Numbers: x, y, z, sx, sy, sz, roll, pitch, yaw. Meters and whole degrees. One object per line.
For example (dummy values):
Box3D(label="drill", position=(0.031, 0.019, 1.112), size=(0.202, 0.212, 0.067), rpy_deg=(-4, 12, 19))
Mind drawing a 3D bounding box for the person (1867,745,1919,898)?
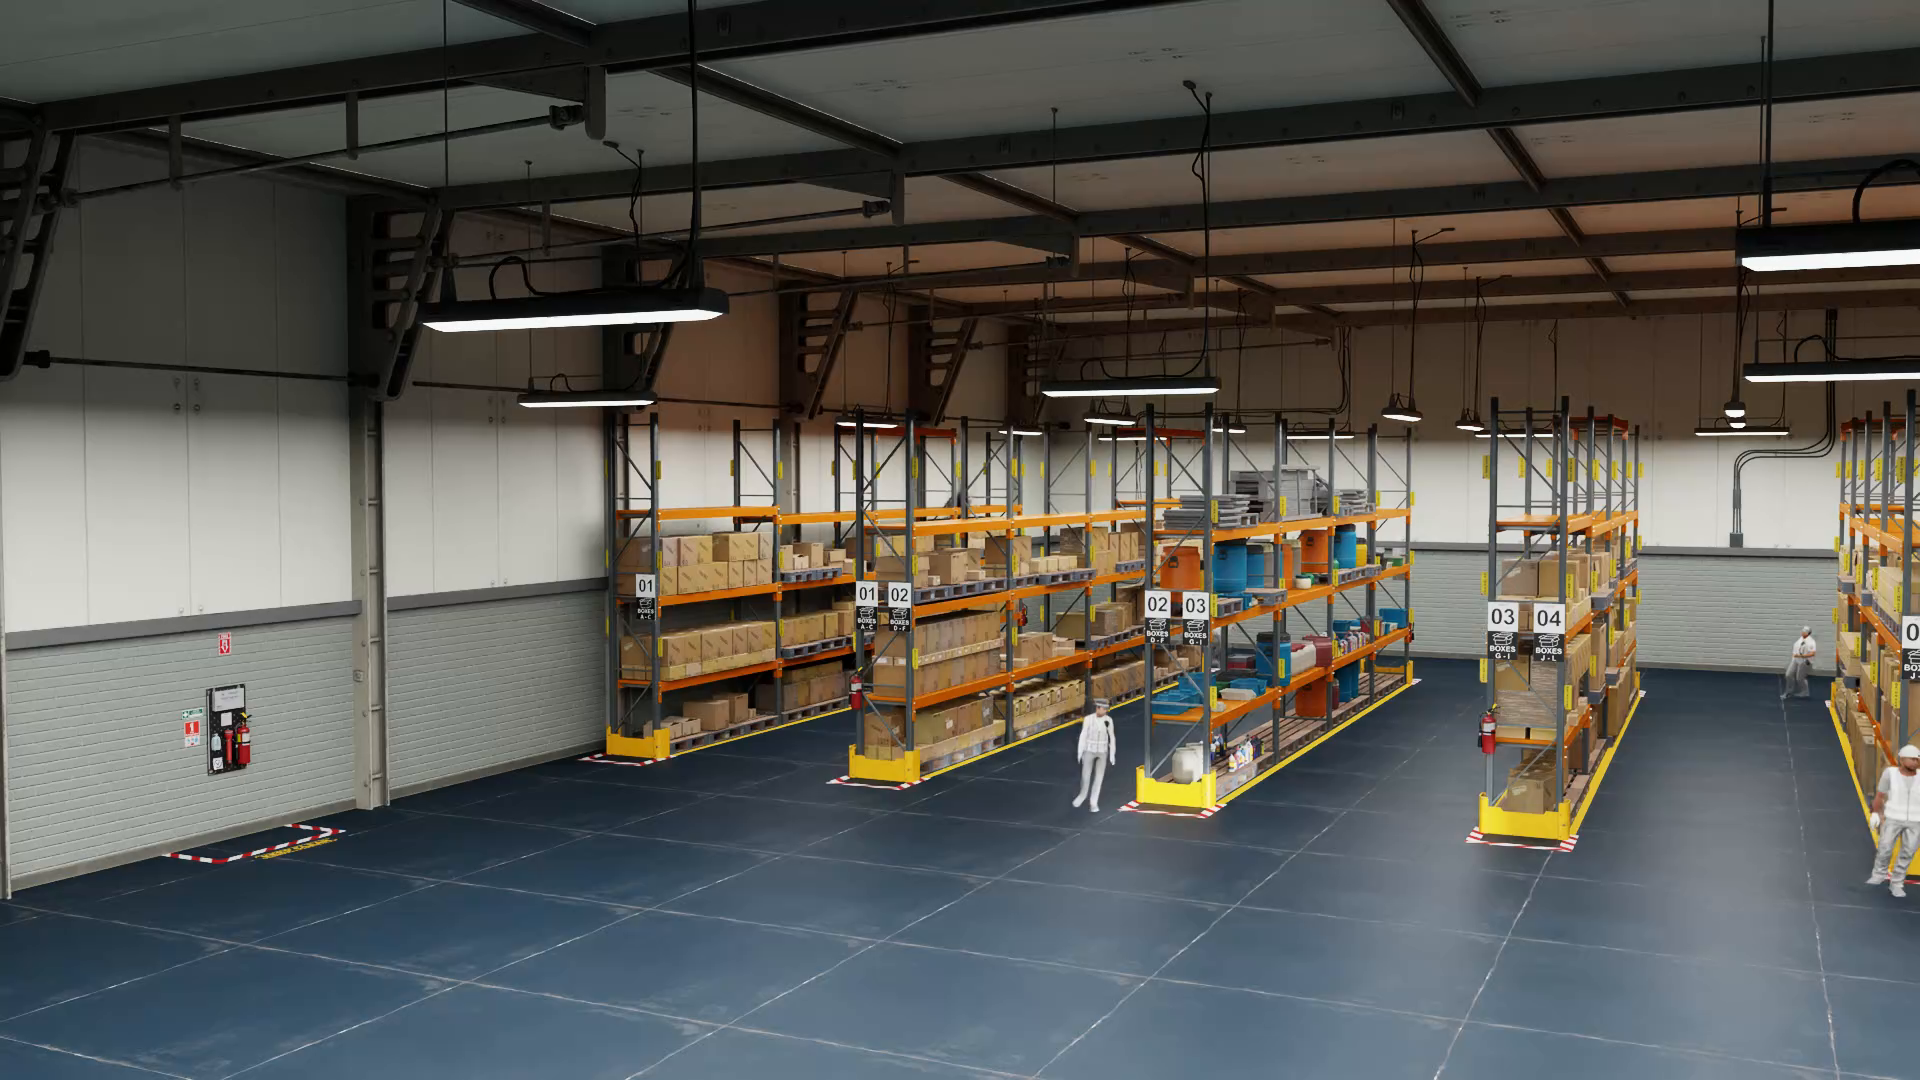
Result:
Box3D(label="person", position=(11.060, 3.299, 19.567), size=(0.654, 1.806, 0.472), rpy_deg=(1, 2, 15))

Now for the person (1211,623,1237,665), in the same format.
Box3D(label="person", position=(6.625, 2.387, 42.038), size=(0.625, 1.791, 0.895), rpy_deg=(-2, 3, -42))

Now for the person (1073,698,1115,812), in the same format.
Box3D(label="person", position=(1.970, 3.133, 24.371), size=(0.607, 1.657, 0.438), rpy_deg=(0, 2, -8))

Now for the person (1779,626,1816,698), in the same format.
Box3D(label="person", position=(18.362, 2.693, 36.247), size=(0.584, 1.661, 0.760), rpy_deg=(0, 2, -11))
